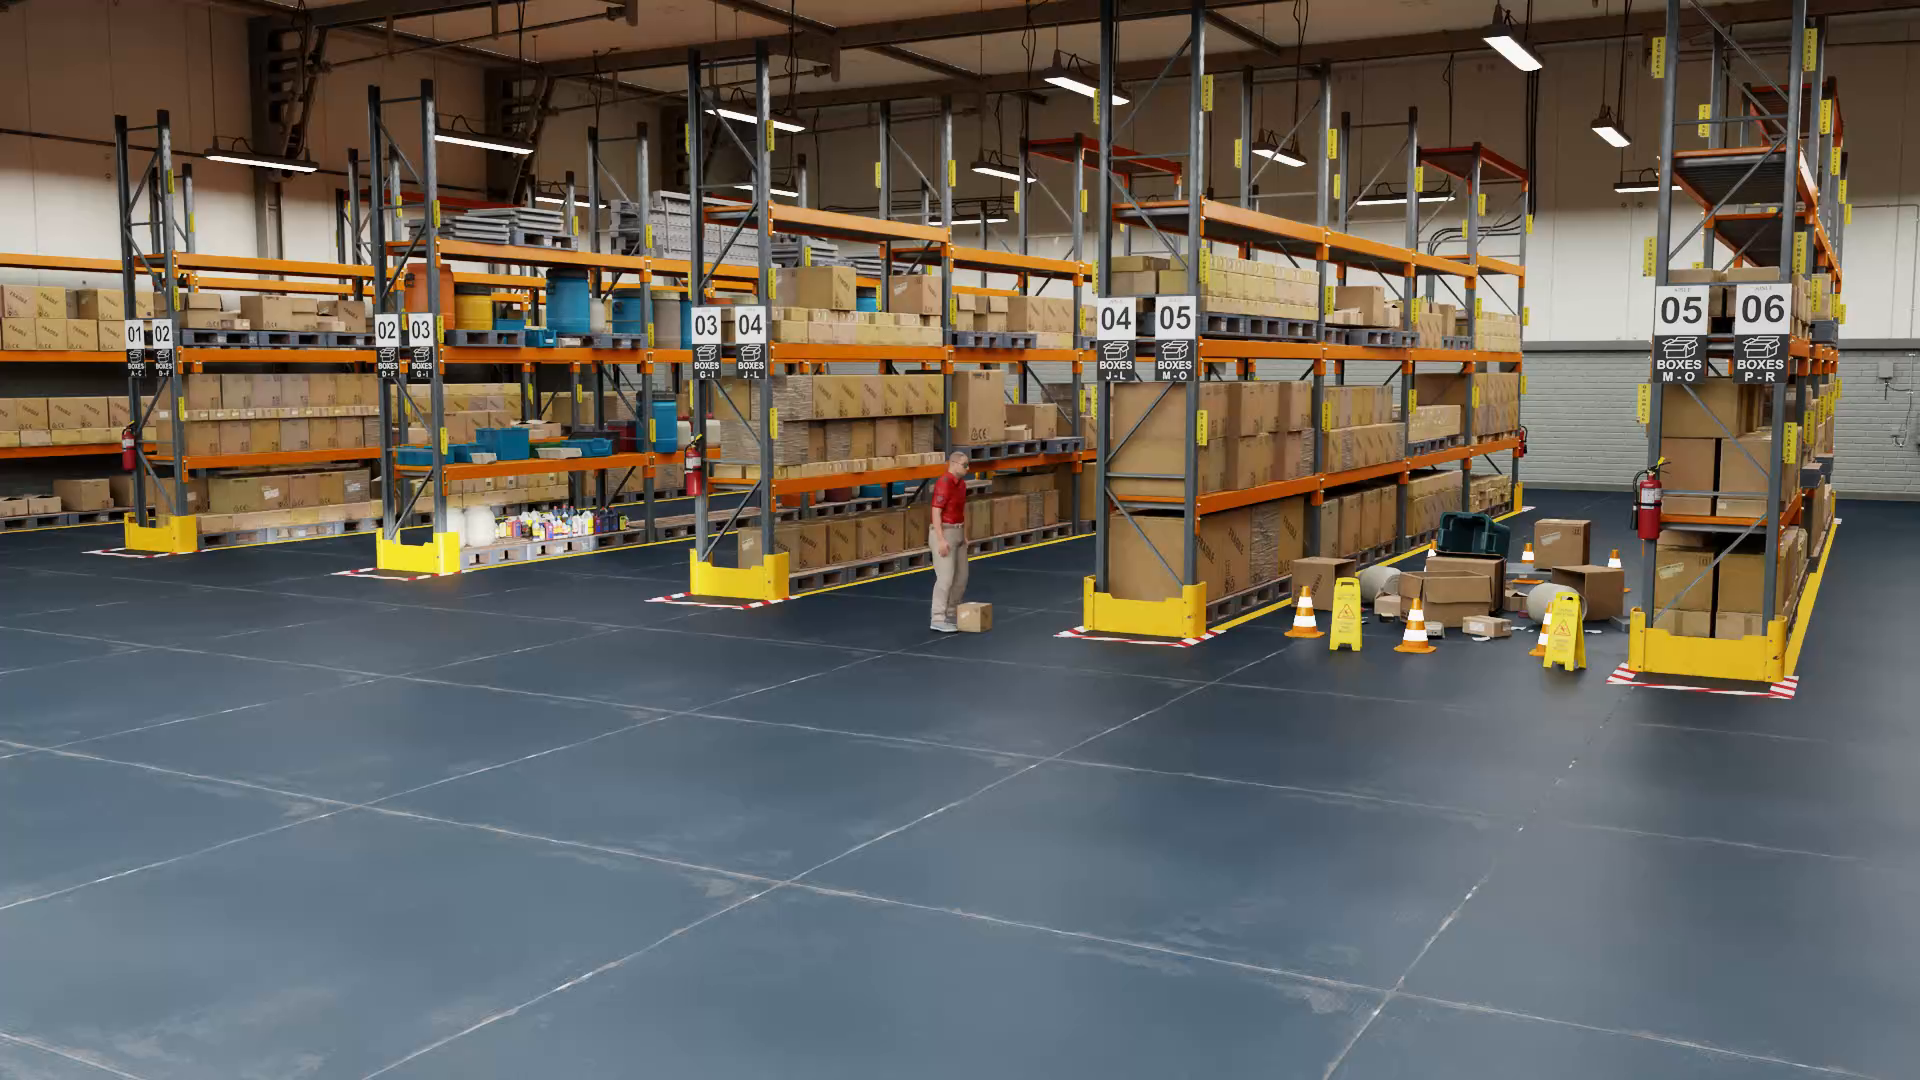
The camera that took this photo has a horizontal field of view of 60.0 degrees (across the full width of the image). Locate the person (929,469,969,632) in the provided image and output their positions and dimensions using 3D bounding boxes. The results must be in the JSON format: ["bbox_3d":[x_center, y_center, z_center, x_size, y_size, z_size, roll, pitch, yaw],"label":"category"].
[{"bbox_3d":[-0.086,0.088,16.193,0.394,1.551,0.592,3,6,25],"label":"person"}]
